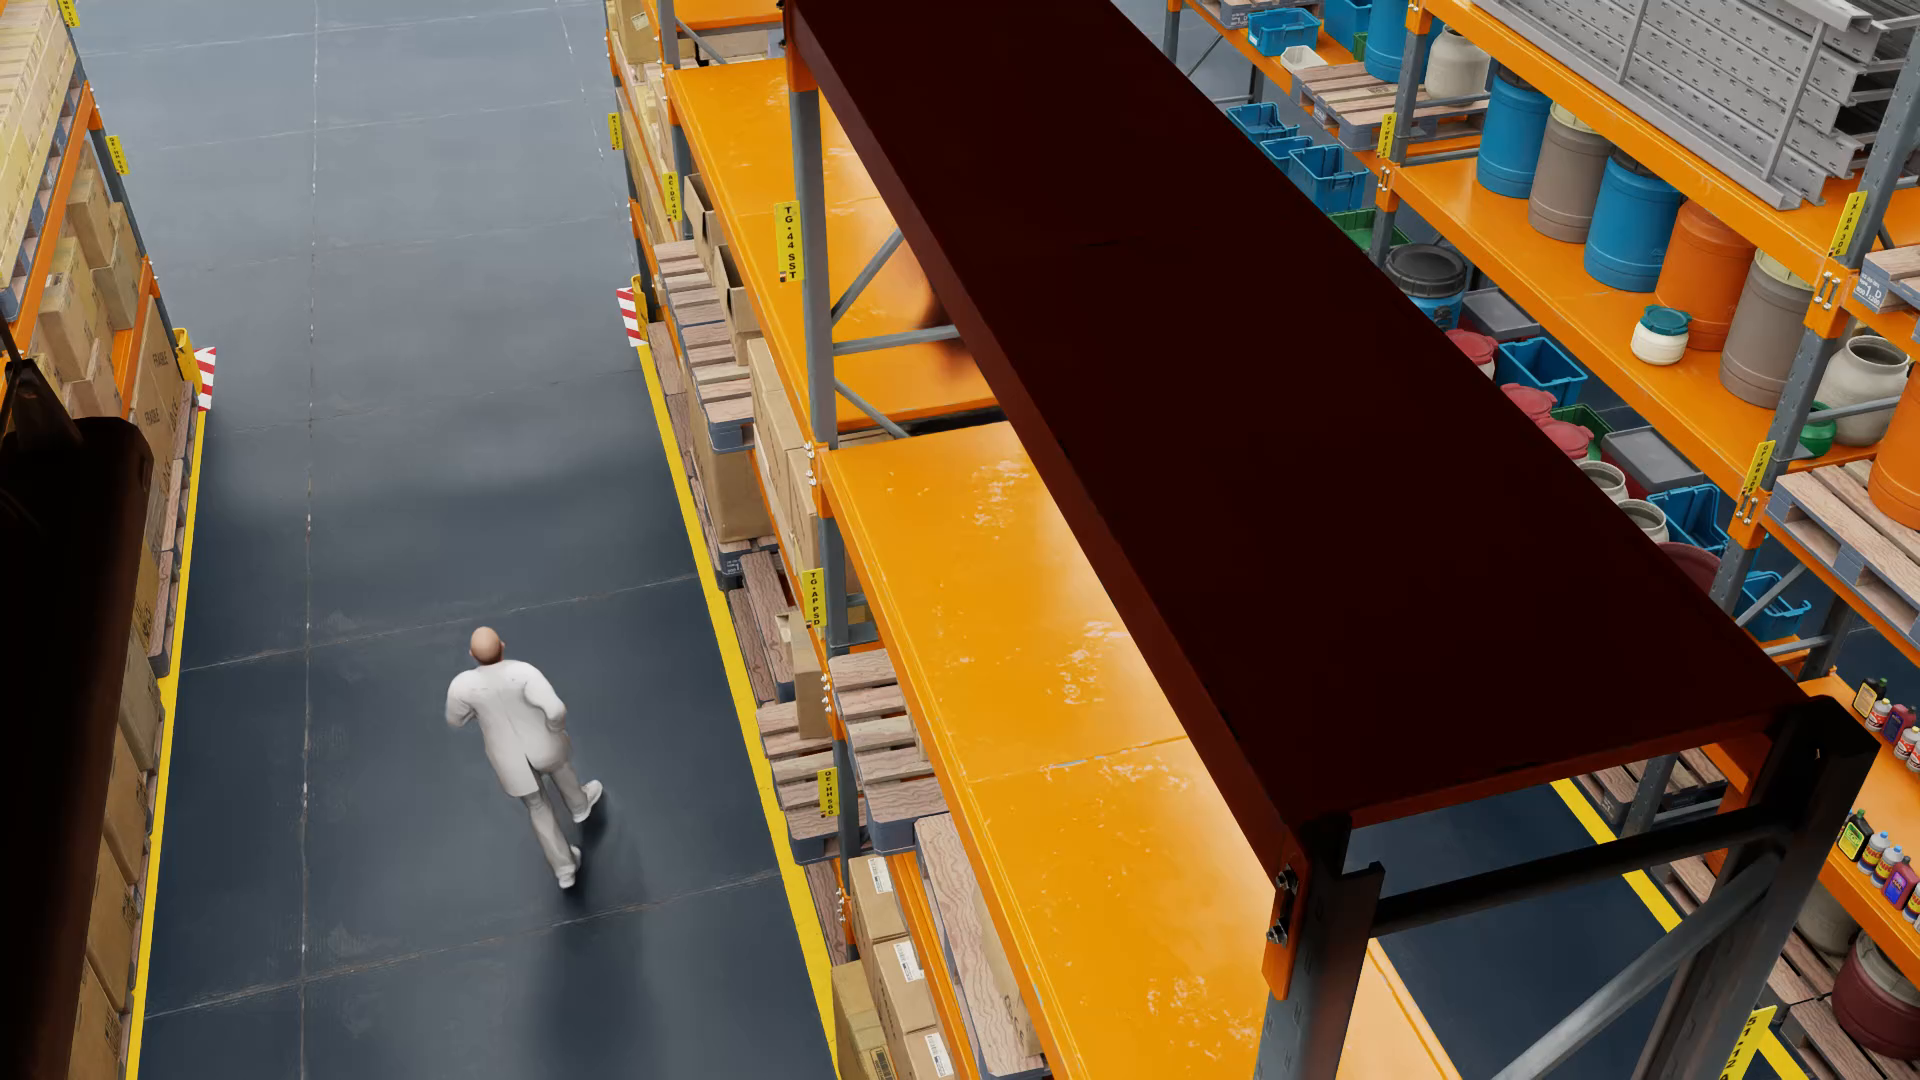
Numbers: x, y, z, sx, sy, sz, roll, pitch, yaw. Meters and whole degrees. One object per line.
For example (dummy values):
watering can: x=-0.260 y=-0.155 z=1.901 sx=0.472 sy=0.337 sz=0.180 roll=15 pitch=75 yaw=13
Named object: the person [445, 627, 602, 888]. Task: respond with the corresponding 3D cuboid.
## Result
person: x=-2.557 y=1.243 z=9.801 sx=0.803 sy=1.732 sz=0.886 roll=-12 pitch=40 yaw=-15
